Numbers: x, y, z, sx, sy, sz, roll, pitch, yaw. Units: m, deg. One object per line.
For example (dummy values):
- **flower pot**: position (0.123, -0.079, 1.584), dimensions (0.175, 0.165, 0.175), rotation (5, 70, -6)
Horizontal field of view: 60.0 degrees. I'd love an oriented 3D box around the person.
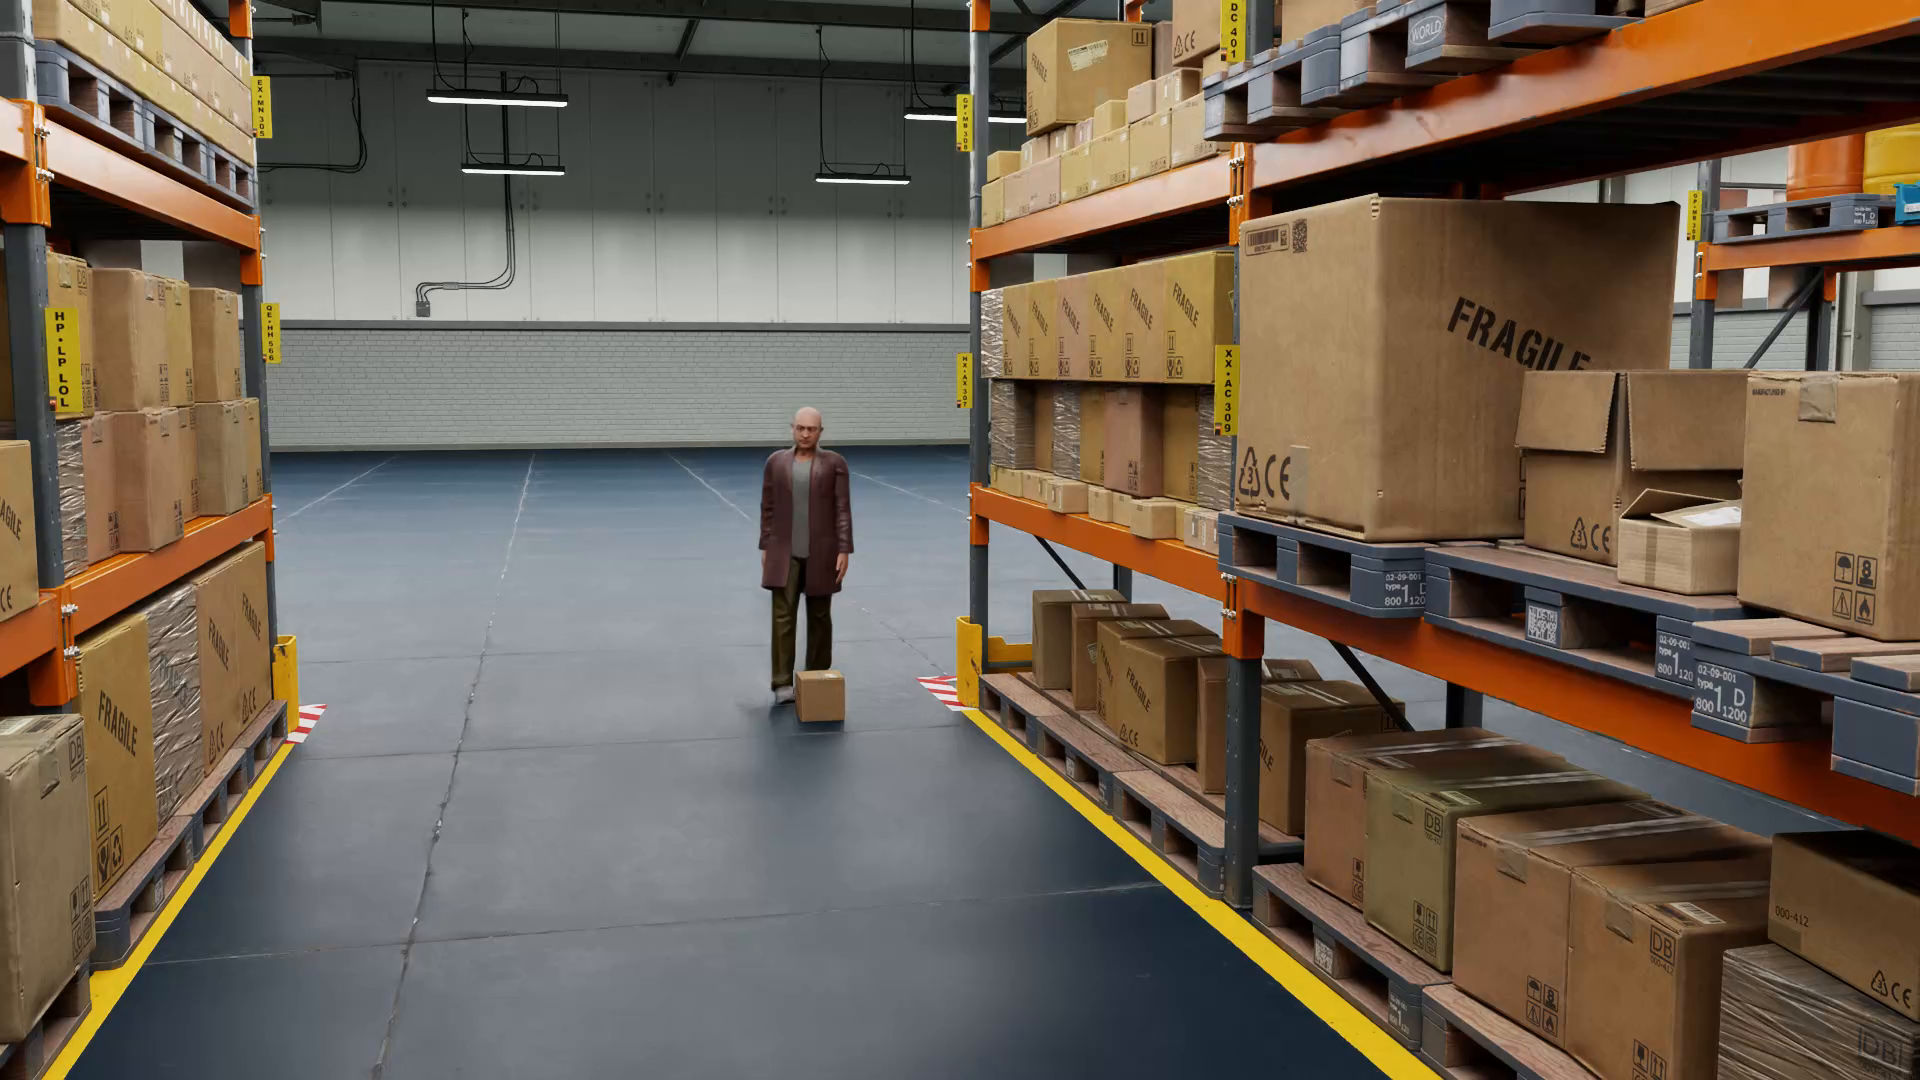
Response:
- **person**: position (-0.942, 0.095, 9.938), dimensions (0.599, 1.770, 0.754), rotation (0, 6, 3)
